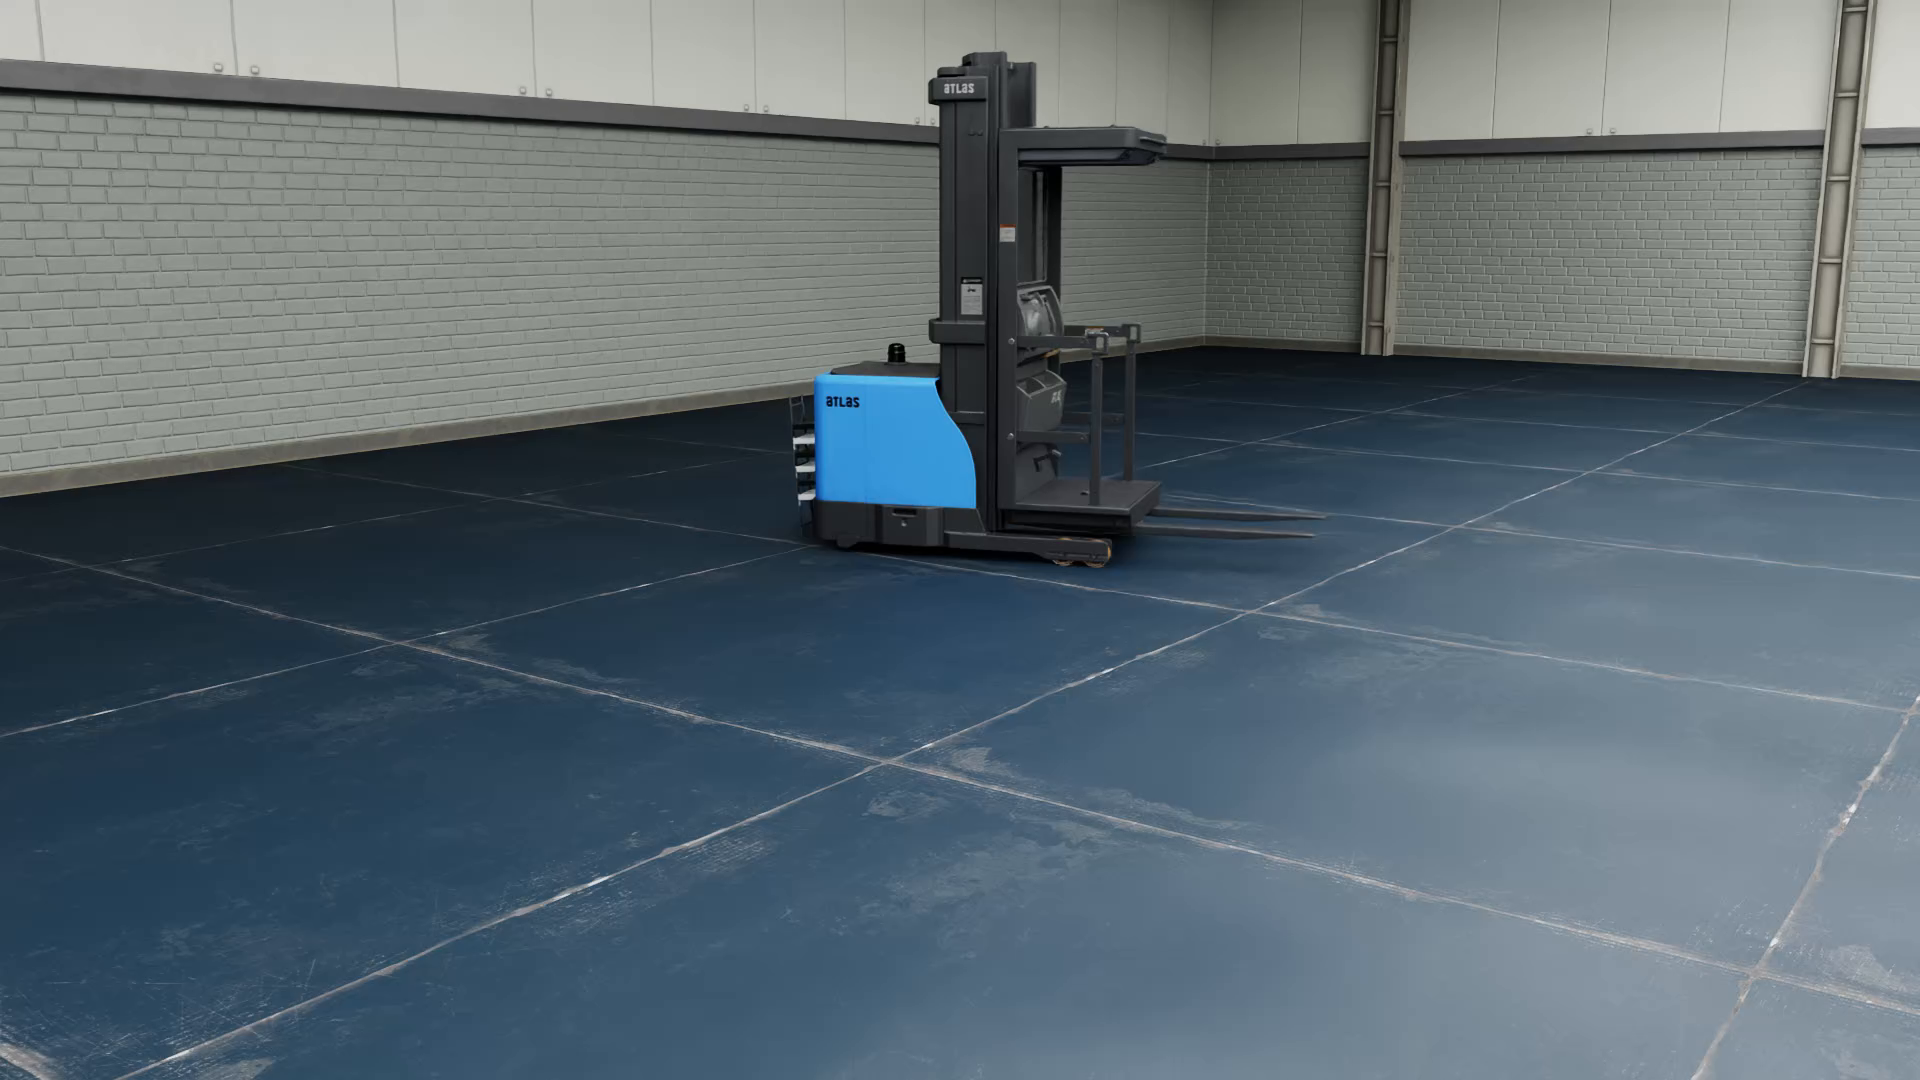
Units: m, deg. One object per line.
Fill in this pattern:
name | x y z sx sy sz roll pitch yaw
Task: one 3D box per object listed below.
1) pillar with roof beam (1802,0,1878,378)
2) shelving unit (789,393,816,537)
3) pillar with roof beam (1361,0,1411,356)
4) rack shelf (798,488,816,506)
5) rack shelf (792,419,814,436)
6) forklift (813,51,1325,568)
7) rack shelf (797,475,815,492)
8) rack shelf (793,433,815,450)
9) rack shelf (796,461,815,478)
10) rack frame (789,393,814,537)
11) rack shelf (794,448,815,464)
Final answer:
pillar with roof beam | 8.533 -5.863 17.145 0.400 9.000 9.100 8 13 36
shelving unit | -0.915 -0.488 10.649 0.210 0.900 0.258 -1 10 15
pillar with roof beam | 3.697 -6.538 20.631 0.400 9.000 9.100 8 13 36
rack shelf | -0.900 -0.279 10.686 0.200 0.077 0.258 -1 10 15
rack shelf | -0.932 -0.721 10.609 0.200 0.077 0.258 -1 10 15
forklift | 0.674 -1.388 9.987 3.031 2.935 1.130 3 11 17
rack shelf | -0.907 -0.367 10.670 0.200 0.077 0.258 -1 10 15
rack shelf | -0.926 -0.632 10.624 0.200 0.077 0.258 -1 10 15
rack shelf | -0.913 -0.455 10.655 0.200 0.077 0.258 -1 10 15
rack frame | -1.013 -0.486 10.676 0.006 0.900 0.240 -1 10 15
rack shelf | -0.919 -0.544 10.640 0.200 0.077 0.258 -1 10 15
